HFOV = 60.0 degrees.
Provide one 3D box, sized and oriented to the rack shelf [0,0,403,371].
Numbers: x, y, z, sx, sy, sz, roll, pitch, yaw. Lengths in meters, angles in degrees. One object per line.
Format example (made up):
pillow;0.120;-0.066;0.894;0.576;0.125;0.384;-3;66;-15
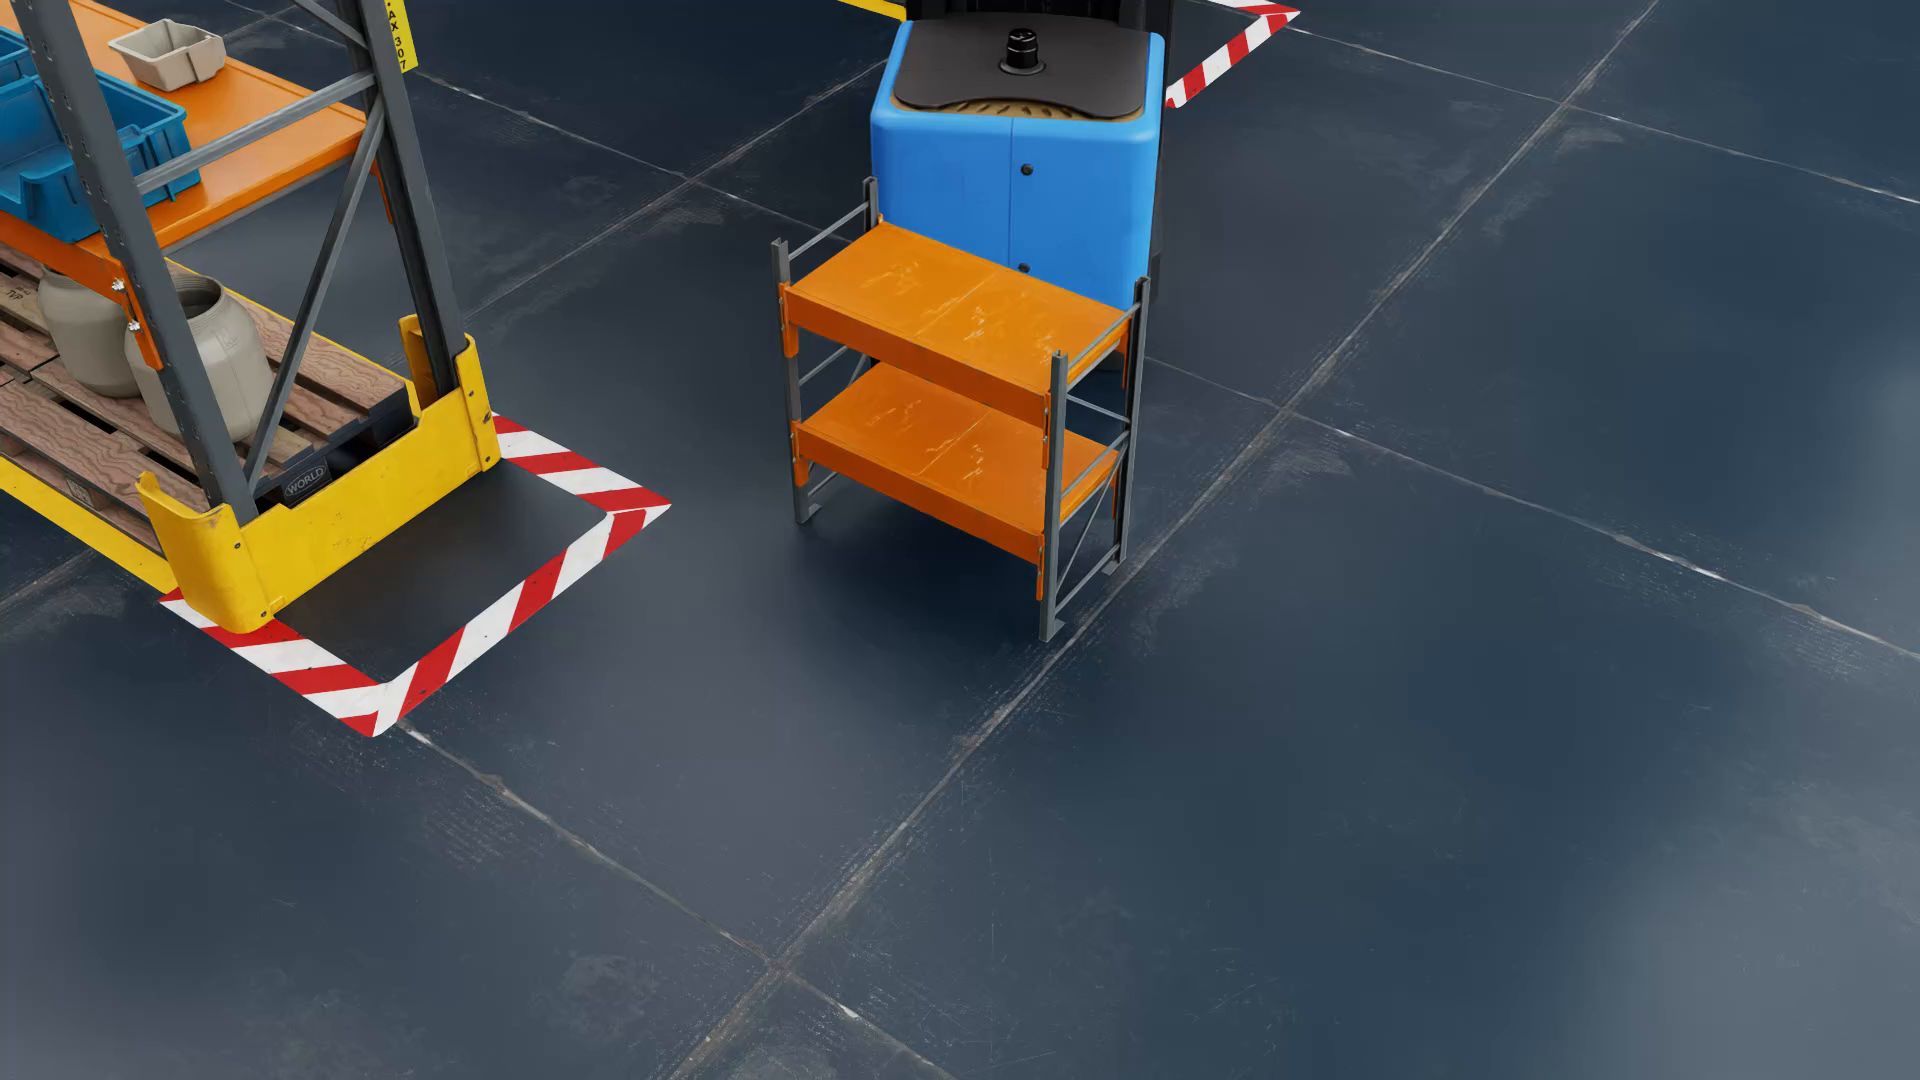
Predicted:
rack shelf;-3.680;-1.673;5.910;4.000;0.370;1.077;25;48;25

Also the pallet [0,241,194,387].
pallet;-3.788;-0.921;6.621;1.213;0.211;1.003;25;48;25

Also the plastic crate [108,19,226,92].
plastic crate;-2.590;-1.596;5.482;0.250;0.136;0.298;25;48;25

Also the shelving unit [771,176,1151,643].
shelving unit;-0.006;-0.422;5.378;1.048;1.125;0.538;25;48;25

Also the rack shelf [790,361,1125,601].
rack shelf;-0.006;-0.240;5.541;1.000;0.278;0.538;25;48;25

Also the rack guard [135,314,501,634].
rack guard;-2.132;-0.248;5.652;0.348;0.500;1.175;25;48;25

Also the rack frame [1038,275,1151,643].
rack frame;0.411;-0.227;5.160;0.032;1.125;0.500;25;48;25

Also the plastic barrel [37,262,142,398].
plastic barrel;-3.035;-0.807;5.953;0.421;0.512;0.421;0;42;0

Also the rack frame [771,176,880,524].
rack frame;-0.422;-0.616;5.595;0.032;1.125;0.500;25;48;25

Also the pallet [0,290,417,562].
pallet;-2.794;-0.454;6.099;1.213;0.211;1.003;25;48;25

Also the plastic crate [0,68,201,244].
plastic crate;-2.624;-1.148;4.896;0.616;0.251;0.499;25;48;25

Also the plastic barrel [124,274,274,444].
plastic barrel;-2.625;-0.615;5.739;0.421;0.512;0.421;0;42;0

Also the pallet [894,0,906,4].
pallet;0.095;-3.200;9.168;1.213;0.211;1.003;25;48;25

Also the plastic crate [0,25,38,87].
plastic crate;-3.152;-1.400;5.177;0.408;0.251;0.499;25;48;25

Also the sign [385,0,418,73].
sign;-1.723;-1.577;5.056;0.005;0.325;0.100;25;48;25

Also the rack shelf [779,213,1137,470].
rack shelf;-0.006;-0.640;5.183;1.000;0.278;0.538;25;48;25

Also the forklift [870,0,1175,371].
forklift;0.352;-2.721;6.593;1.130;2.935;3.031;4;42;5

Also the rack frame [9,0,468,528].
rack frame;-2.042;-1.176;4.814;0.127;3.000;1.000;25;48;25
